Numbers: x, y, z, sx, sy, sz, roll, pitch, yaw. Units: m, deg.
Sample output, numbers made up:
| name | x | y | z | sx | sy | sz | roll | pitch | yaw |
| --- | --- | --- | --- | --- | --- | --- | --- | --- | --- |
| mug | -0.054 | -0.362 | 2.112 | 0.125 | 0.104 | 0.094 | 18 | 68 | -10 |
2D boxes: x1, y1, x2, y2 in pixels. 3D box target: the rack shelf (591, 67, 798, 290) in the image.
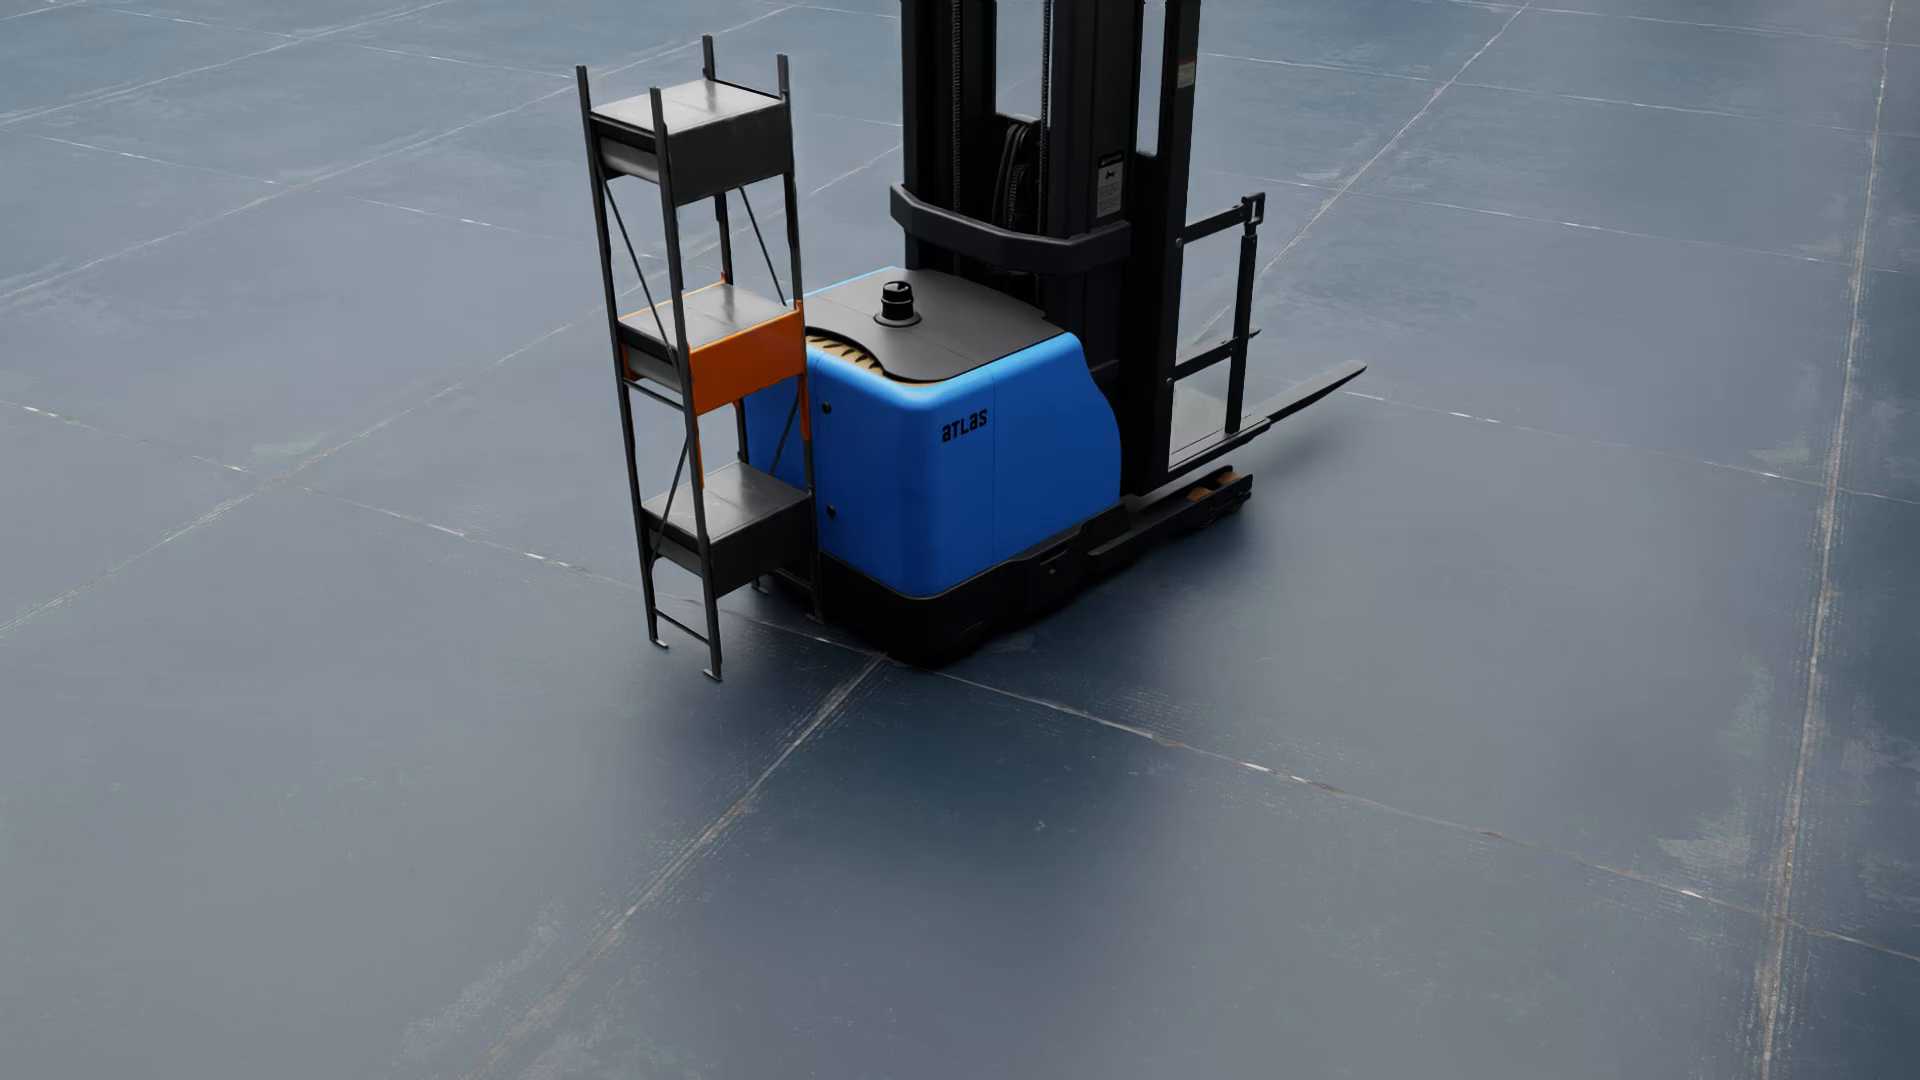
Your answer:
| name | x | y | z | sx | sy | sz | roll | pitch | yaw |
| --- | --- | --- | --- | --- | --- | --- | --- | --- | --- |
| rack shelf | -0.844 | -1.154 | 5.264 | 0.431 | 0.518 | 0.480 | 25 | 39 | 37 |

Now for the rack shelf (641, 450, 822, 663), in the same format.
| name | x | y | z | sx | sy | sz | roll | pitch | yaw |
| --- | --- | --- | --- | --- | --- | --- | --- | --- | --- |
| rack shelf | -0.827 | 0.051 | 5.976 | 0.431 | 0.518 | 0.480 | 25 | 39 | 37 |

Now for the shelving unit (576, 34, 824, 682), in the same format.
| name | x | y | z | sx | sy | sz | roll | pitch | yaw |
| --- | --- | --- | --- | --- | --- | --- | --- | --- | --- |
| shelving unit | -0.835 | -0.563 | 5.613 | 0.431 | 2.100 | 0.503 | 25 | 39 | 37 |

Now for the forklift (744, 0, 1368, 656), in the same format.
| name | x | y | z | sx | sy | sz | roll | pitch | yaw |
| --- | --- | --- | --- | --- | --- | --- | --- | --- | --- |
| forklift | 0.579 | -1.487 | 6.396 | 3.031 | 2.935 | 1.130 | -26 | 39 | -37 |

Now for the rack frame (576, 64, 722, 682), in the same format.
| name | x | y | z | sx | sy | sz | roll | pitch | yaw |
| --- | --- | --- | --- | --- | --- | --- | --- | --- | --- |
| rack frame | -1.004 | -0.471 | 5.462 | 0.400 | 2.100 | 0.015 | 25 | 39 | 37 |

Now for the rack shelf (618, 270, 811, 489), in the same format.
| name | x | y | z | sx | sy | sz | roll | pitch | yaw |
| --- | --- | --- | --- | --- | --- | --- | --- | --- | --- |
| rack shelf | -0.835 | -0.551 | 5.620 | 0.431 | 0.518 | 0.480 | 25 | 39 | 37 |

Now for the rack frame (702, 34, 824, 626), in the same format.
| name | x | y | z | sx | sy | sz | roll | pitch | yaw |
| --- | --- | --- | --- | --- | --- | --- | --- | --- | --- |
| rack frame | -0.667 | -0.655 | 5.764 | 0.400 | 2.100 | 0.015 | 25 | 39 | 37 |
